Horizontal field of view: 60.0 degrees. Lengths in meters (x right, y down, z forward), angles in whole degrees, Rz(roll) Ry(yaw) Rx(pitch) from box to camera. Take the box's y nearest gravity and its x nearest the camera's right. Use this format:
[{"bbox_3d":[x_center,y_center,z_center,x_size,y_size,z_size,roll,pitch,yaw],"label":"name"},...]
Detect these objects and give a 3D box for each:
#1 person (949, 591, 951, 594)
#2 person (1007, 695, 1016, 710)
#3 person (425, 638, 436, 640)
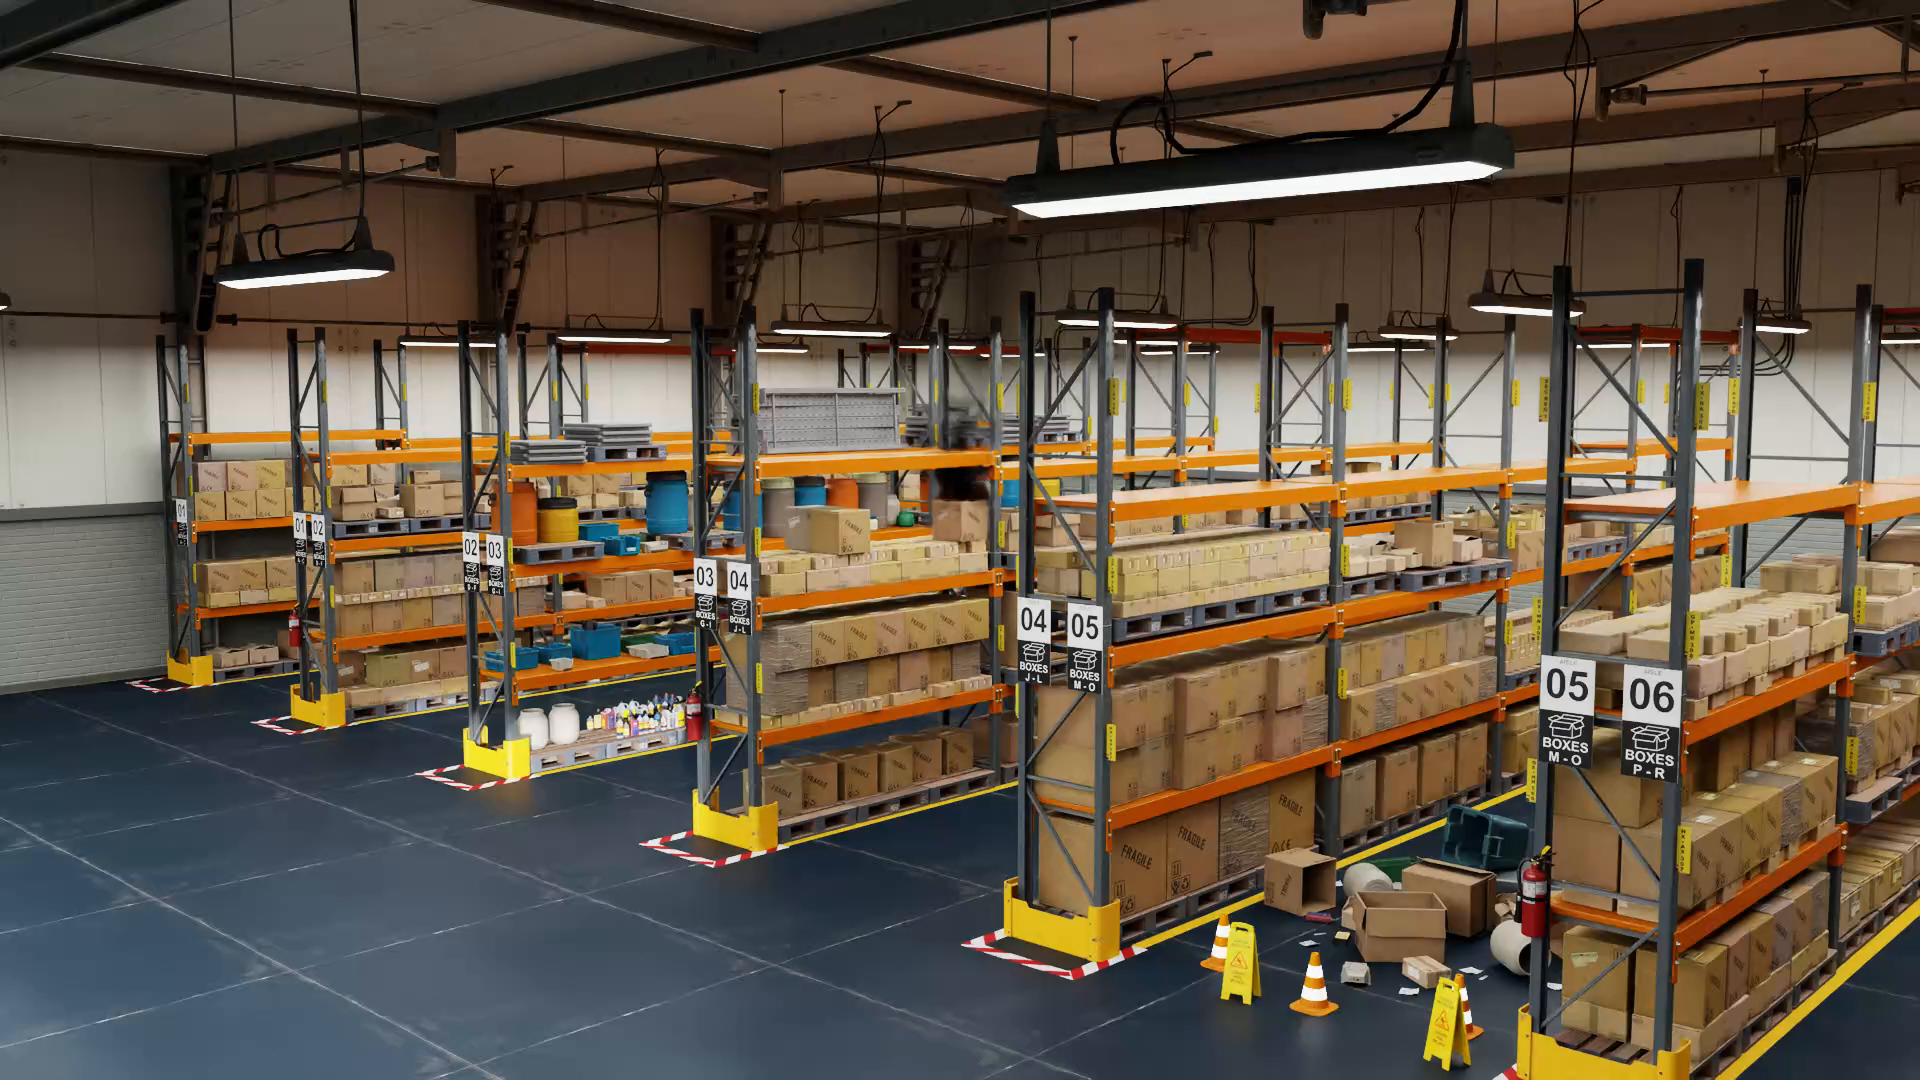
[{"bbox_3d":[-0.338,1.329,32.399,0.546,1.572,0.841,4,6,33],"label":"person"},{"bbox_3d":[0.806,1.895,25.980,0.561,1.668,0.564,4,7,39],"label":"person"},{"bbox_3d":[-9.269,1.616,29.088,0.591,1.638,0.576,4,7,34],"label":"person"}]
